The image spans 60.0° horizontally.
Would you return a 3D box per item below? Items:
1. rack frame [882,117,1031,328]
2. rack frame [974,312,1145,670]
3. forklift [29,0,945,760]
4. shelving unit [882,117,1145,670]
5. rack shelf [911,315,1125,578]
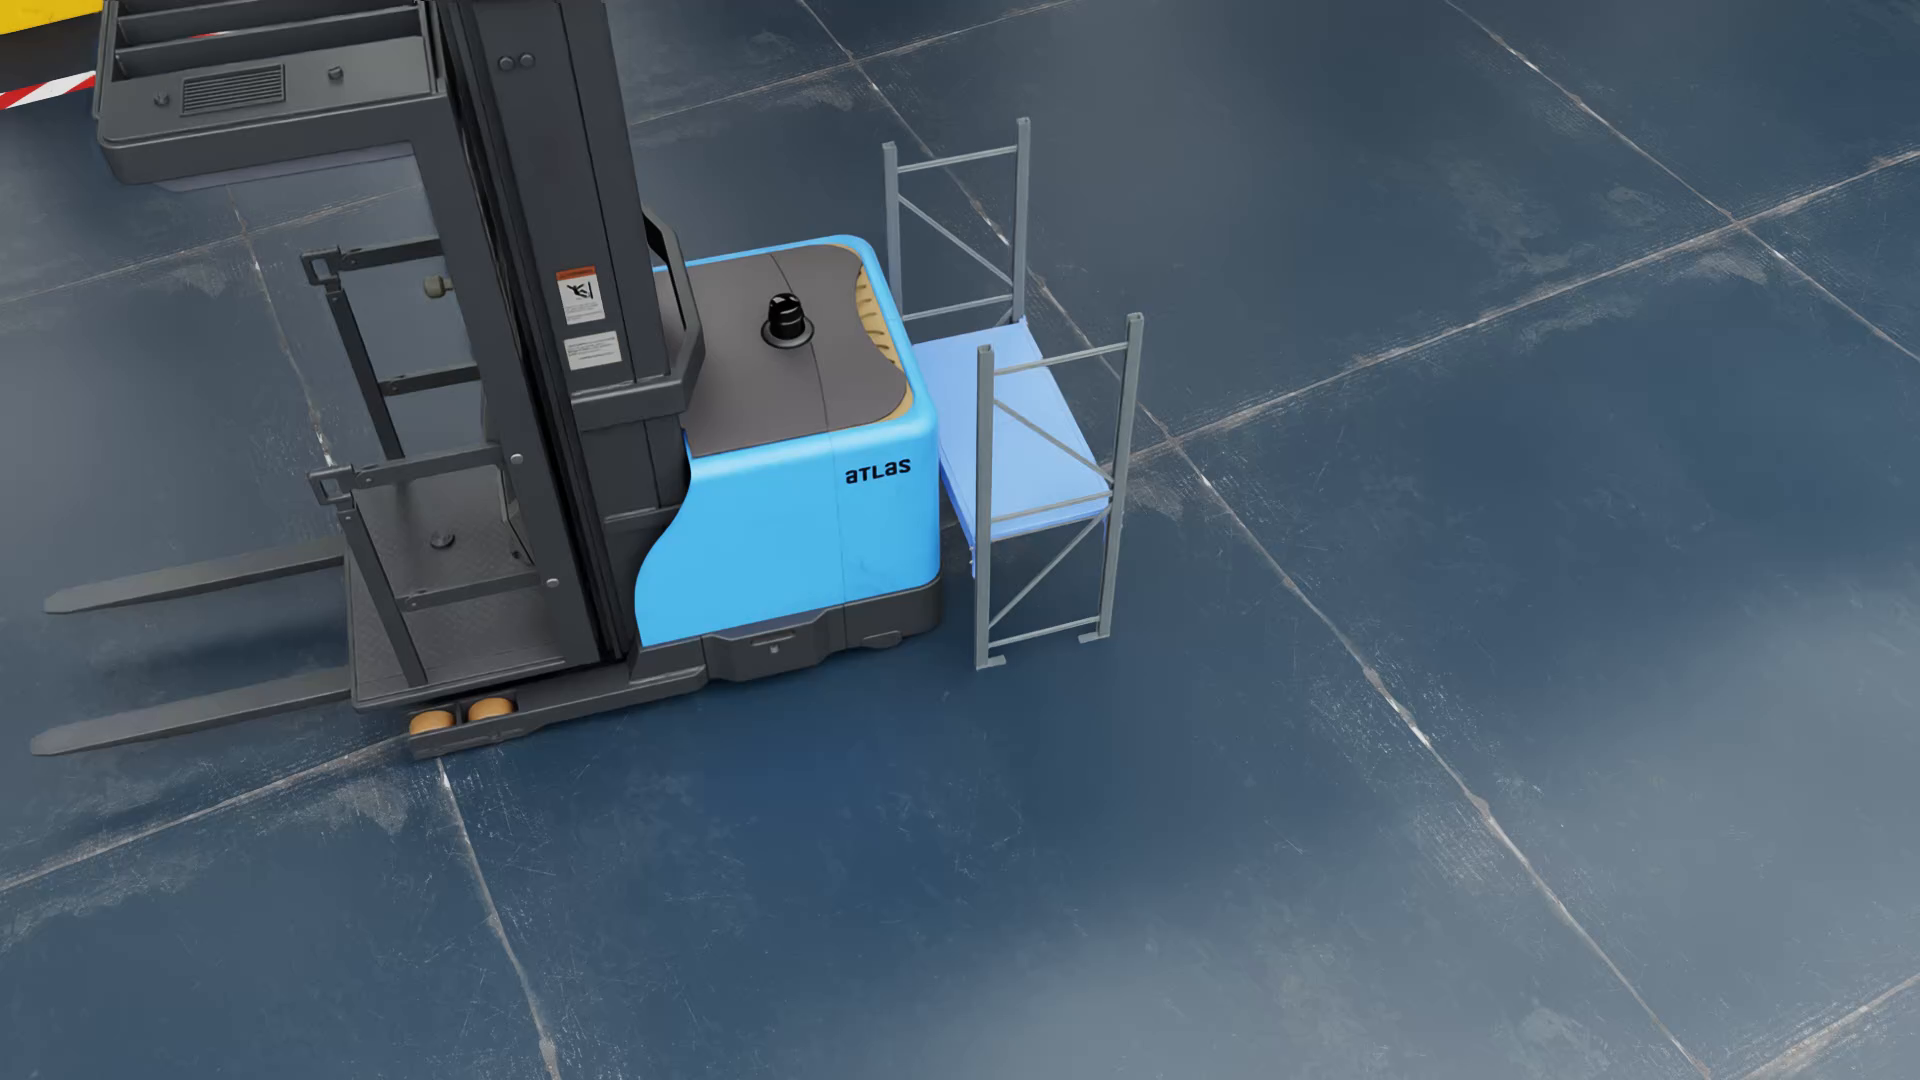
[{"bbox_3d":[-0.011,-0.834,5.983,0.500,1.500,0.032,-13,50,-11],"label":"rack frame"},{"bbox_3d":[0.292,-0.103,5.344,0.500,1.500,0.032,-13,50,-11],"label":"rack frame"},{"bbox_3d":[-1.630,-0.681,4.899,3.031,2.935,1.130,-12,50,-10],"label":"forklift"},{"bbox_3d":[0.141,-0.468,5.663,0.538,1.500,1.048,-13,50,-11],"label":"shelving unit"},{"bbox_3d":[0.141,-0.350,5.798,0.538,0.185,1.000,-13,50,-11],"label":"rack shelf"}]
